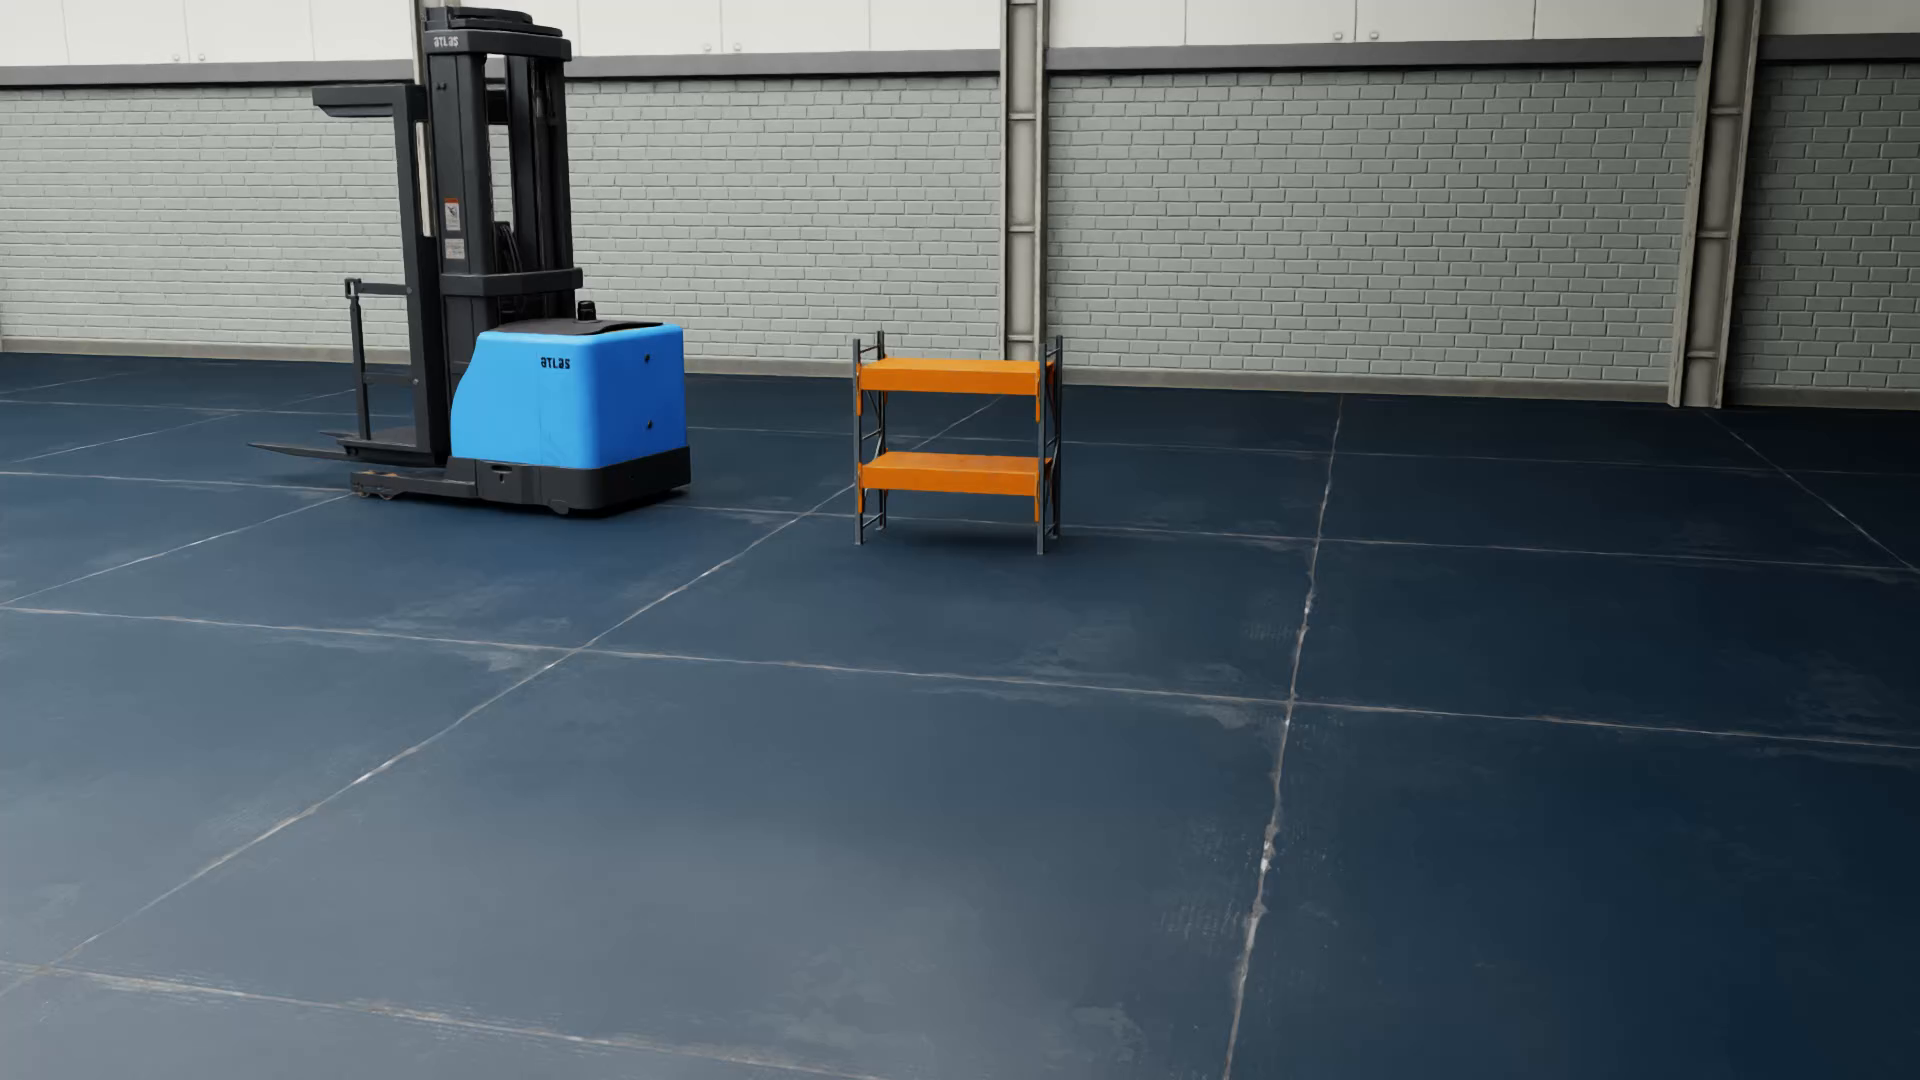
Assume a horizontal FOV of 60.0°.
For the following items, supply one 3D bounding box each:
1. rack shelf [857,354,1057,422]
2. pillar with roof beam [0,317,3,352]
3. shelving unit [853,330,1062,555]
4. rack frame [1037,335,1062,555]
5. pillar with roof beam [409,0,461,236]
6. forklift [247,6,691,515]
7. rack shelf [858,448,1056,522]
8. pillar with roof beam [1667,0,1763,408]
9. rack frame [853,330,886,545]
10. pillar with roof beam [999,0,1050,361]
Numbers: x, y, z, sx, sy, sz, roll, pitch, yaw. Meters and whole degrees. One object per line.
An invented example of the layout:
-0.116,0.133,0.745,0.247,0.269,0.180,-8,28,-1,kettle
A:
-0.007,-0.835,9.050,1.000,0.278,0.538,3,13,14,rack shelf
-12.087,-5.600,13.700,0.400,9.000,9.100,3,13,14,pillar with roof beam
-0.007,-0.549,9.113,1.048,1.125,0.538,3,13,14,shelving unit
0.487,-0.523,8.995,0.032,1.125,0.500,3,13,14,rack frame
-6.261,-5.289,12.297,0.400,9.000,9.100,3,13,14,pillar with roof beam
-3.261,-1.777,10.475,3.031,2.935,1.130,6,14,25,forklift
-0.007,-0.311,9.166,1.000,0.278,0.538,3,13,14,rack shelf
5.389,-4.666,9.490,0.400,9.000,9.100,3,13,14,pillar with roof beam
-0.500,-0.576,9.232,0.032,1.125,0.500,3,13,14,rack frame
-0.436,-4.978,10.893,0.400,9.000,9.100,3,13,14,pillar with roof beam
